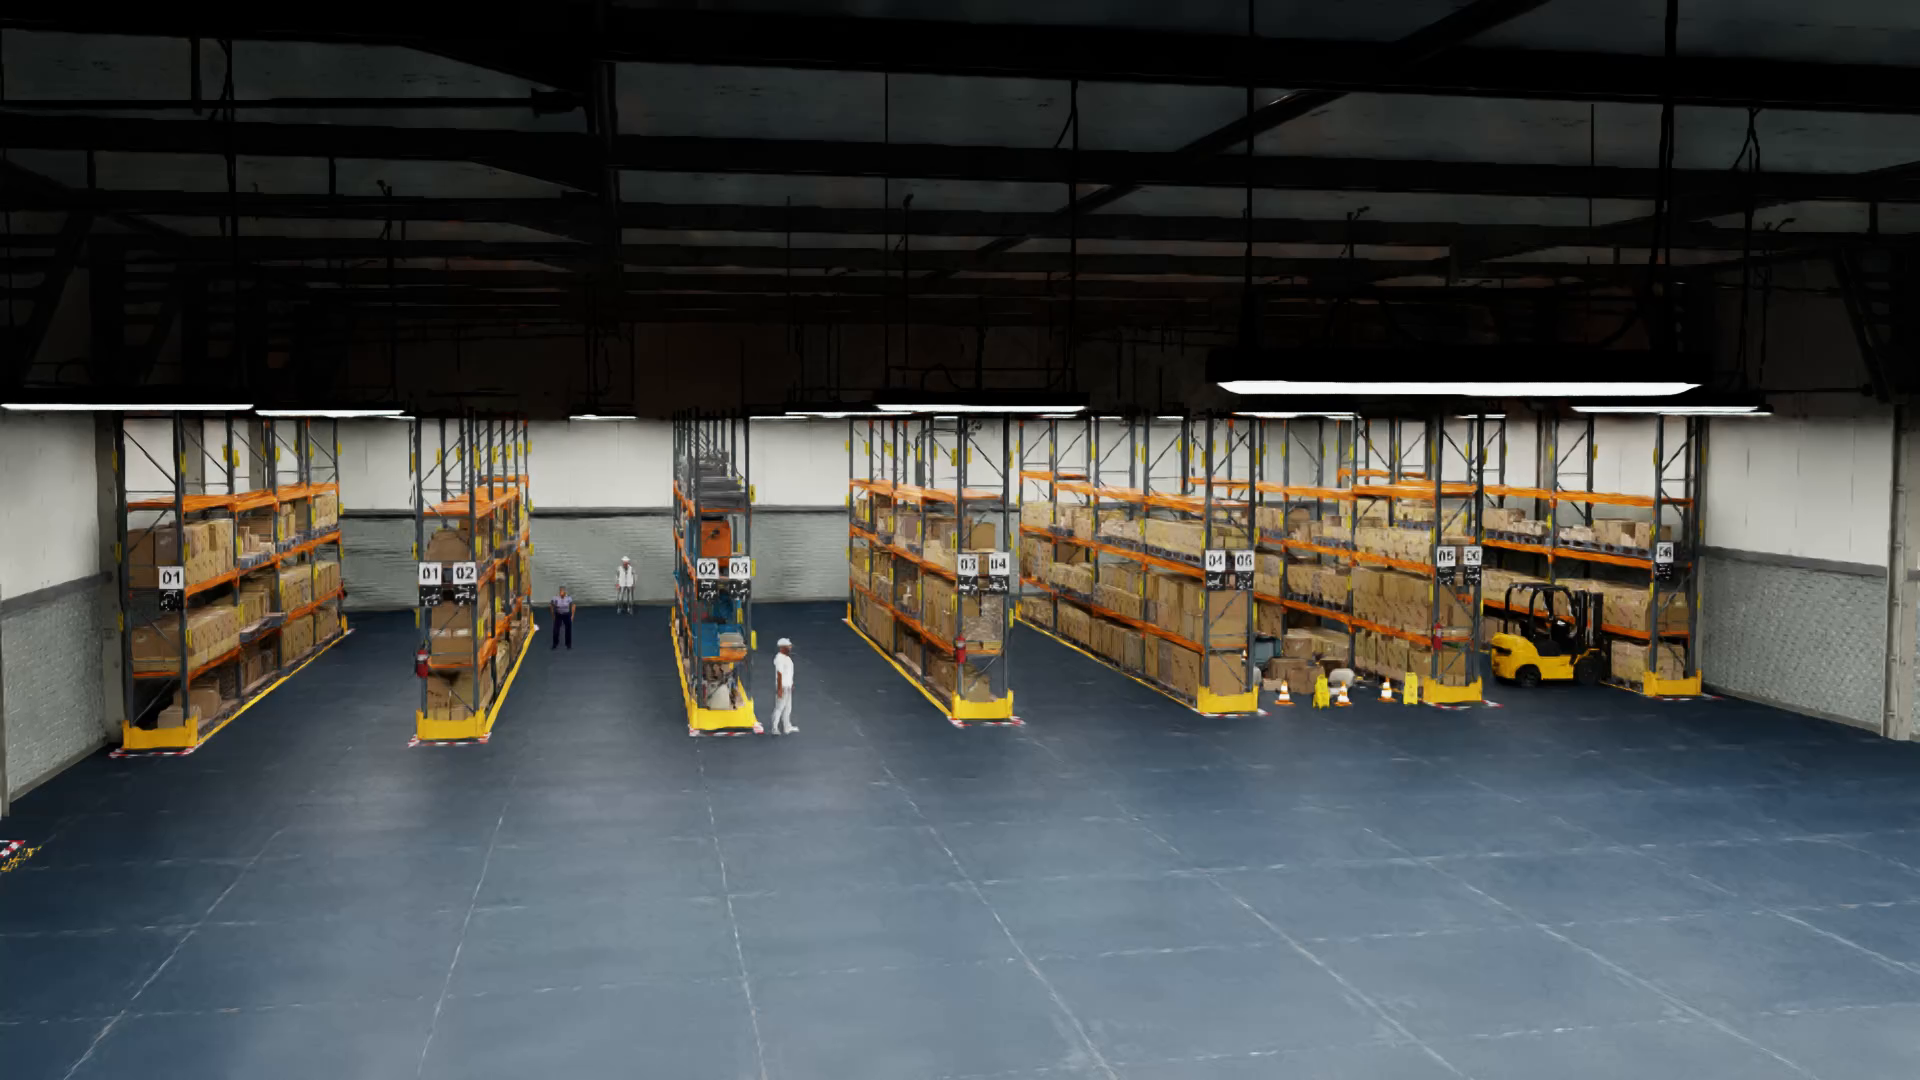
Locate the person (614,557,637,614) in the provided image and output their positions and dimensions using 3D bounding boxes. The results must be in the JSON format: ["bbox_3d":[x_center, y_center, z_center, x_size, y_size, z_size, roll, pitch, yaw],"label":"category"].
[{"bbox_3d":[-9.968,1.345,49.575,0.677,1.726,0.574,-1,4,-13],"label":"person"}]

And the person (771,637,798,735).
[{"bbox_3d":[-3.234,2.674,30.497,0.458,1.763,0.682,0,4,2],"label":"person"}]

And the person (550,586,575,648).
[{"bbox_3d":[-10.044,1.947,42.027,0.625,1.596,0.510,-1,4,-14],"label":"person"}]

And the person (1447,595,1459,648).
[{"bbox_3d":[11.152,2.126,37.797,0.494,1.786,0.606,1,4,19],"label":"person"}]
